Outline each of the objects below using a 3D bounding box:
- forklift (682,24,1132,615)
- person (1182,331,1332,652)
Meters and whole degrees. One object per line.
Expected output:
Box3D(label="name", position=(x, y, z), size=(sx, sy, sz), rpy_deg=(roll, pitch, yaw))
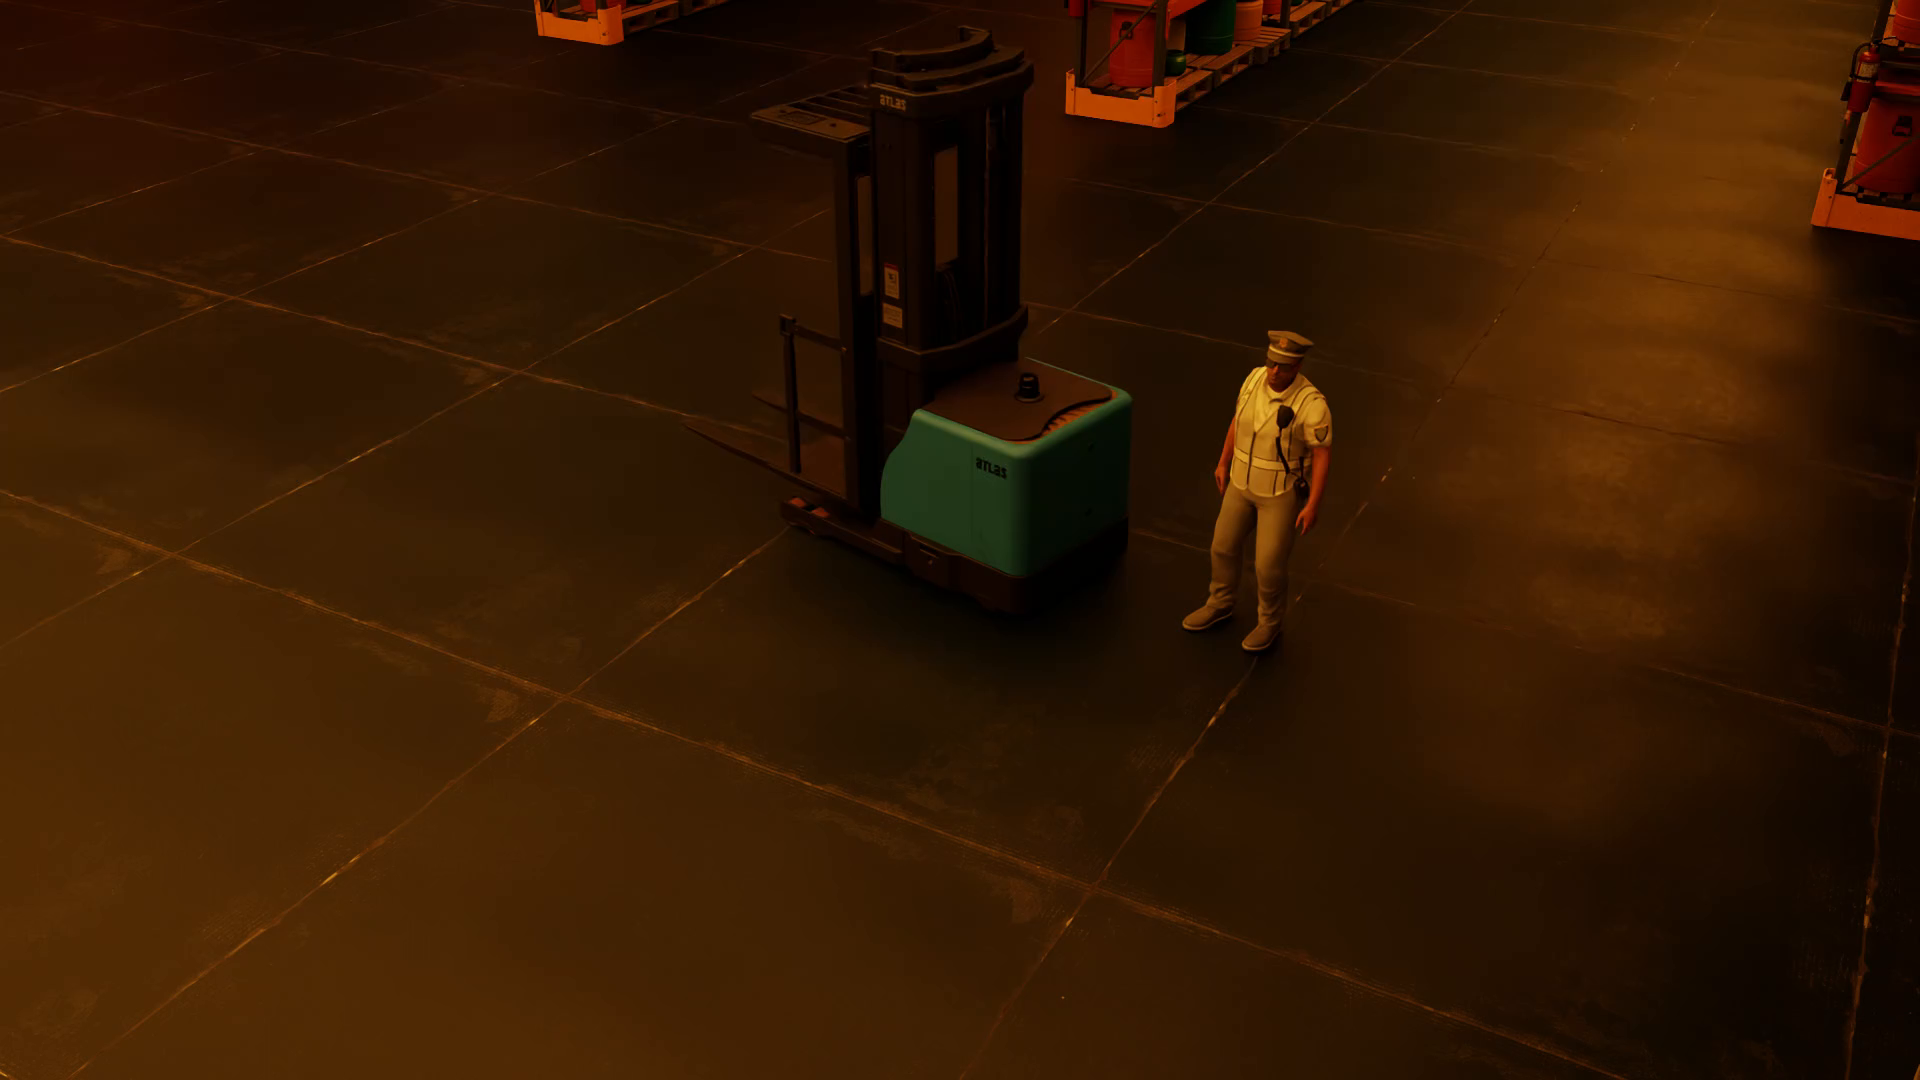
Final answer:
Box3D(label="forklift", position=(-0.462, -1.469, 9.616), size=(3.031, 2.935, 1.130), rpy_deg=(24, 37, 35))
Box3D(label="person", position=(1.580, -0.267, 8.693), size=(0.496, 1.771, 0.664), rpy_deg=(-26, 39, -37))
